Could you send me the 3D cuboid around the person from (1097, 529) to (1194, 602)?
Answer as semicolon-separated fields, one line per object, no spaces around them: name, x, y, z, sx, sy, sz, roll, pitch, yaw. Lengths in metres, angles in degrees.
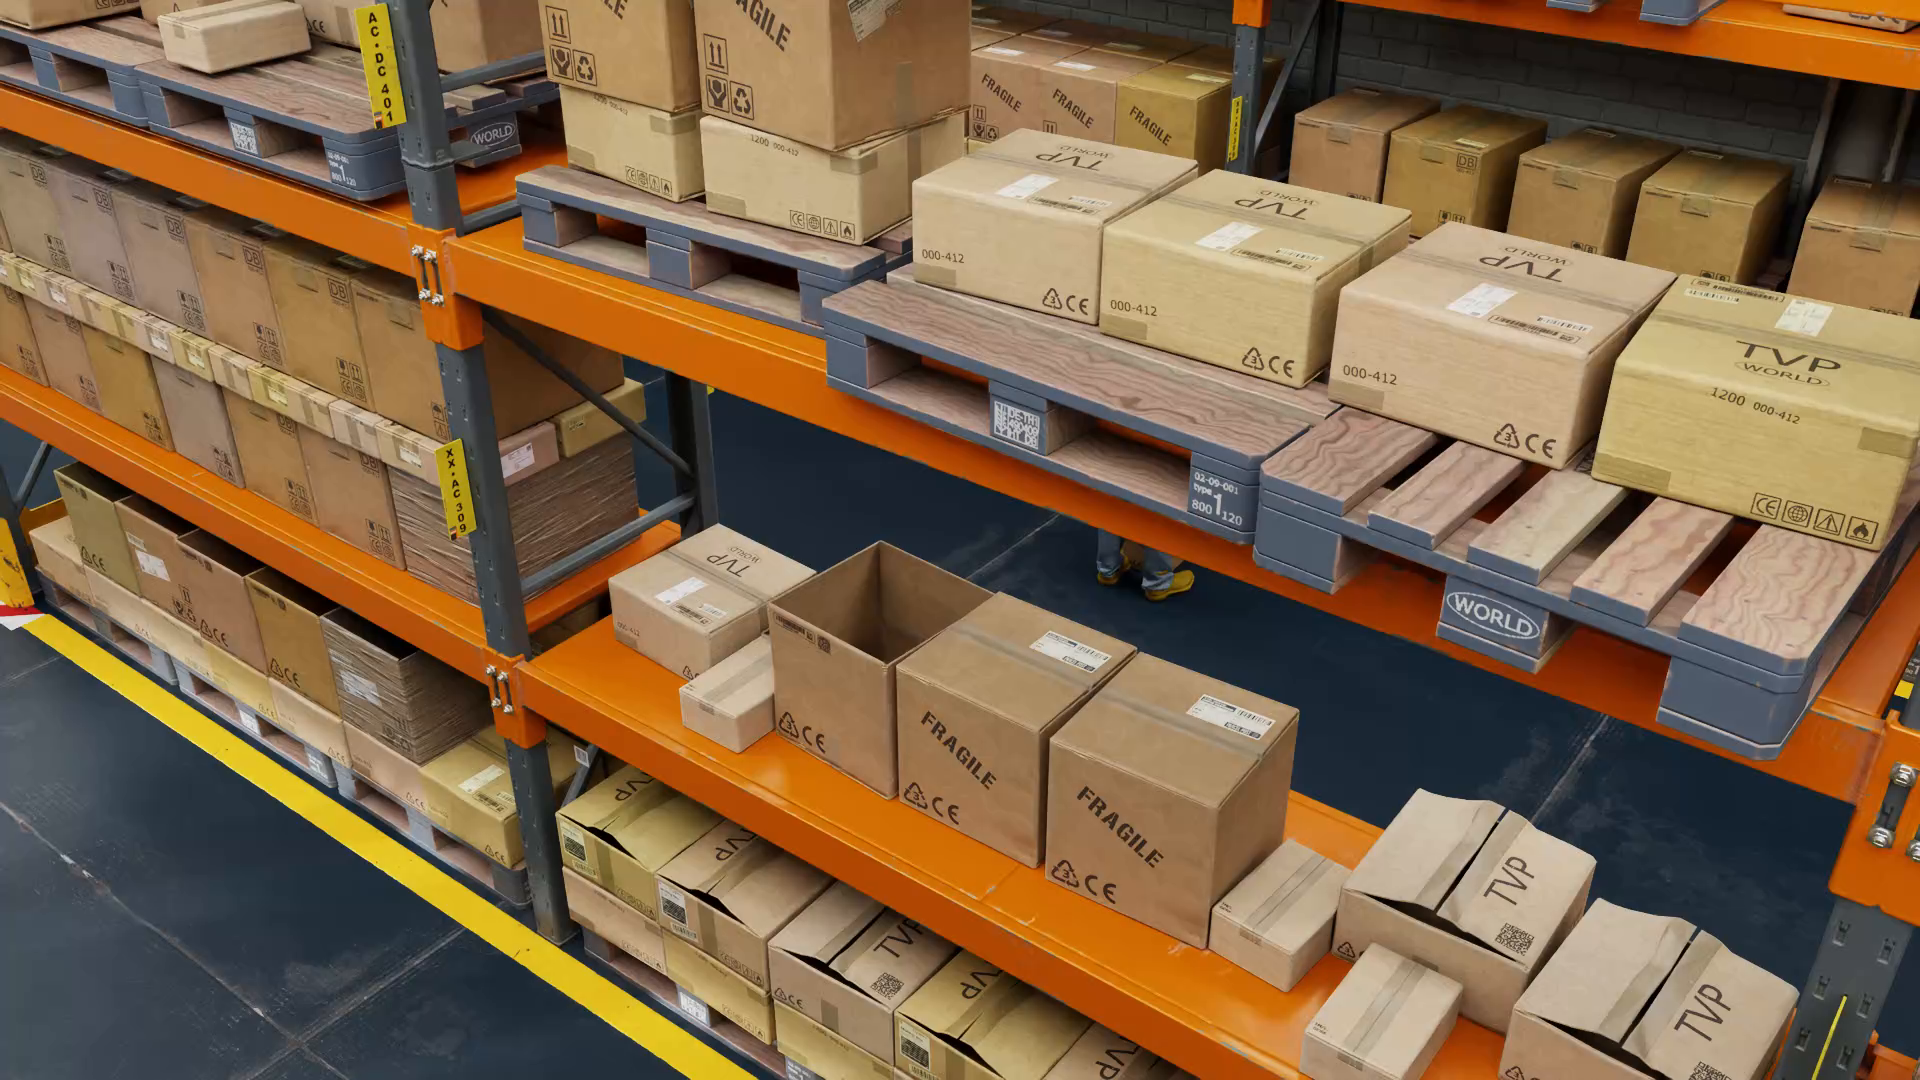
person;0.889;-0.547;8.035;0.626;1.760;0.461;21;37;31
